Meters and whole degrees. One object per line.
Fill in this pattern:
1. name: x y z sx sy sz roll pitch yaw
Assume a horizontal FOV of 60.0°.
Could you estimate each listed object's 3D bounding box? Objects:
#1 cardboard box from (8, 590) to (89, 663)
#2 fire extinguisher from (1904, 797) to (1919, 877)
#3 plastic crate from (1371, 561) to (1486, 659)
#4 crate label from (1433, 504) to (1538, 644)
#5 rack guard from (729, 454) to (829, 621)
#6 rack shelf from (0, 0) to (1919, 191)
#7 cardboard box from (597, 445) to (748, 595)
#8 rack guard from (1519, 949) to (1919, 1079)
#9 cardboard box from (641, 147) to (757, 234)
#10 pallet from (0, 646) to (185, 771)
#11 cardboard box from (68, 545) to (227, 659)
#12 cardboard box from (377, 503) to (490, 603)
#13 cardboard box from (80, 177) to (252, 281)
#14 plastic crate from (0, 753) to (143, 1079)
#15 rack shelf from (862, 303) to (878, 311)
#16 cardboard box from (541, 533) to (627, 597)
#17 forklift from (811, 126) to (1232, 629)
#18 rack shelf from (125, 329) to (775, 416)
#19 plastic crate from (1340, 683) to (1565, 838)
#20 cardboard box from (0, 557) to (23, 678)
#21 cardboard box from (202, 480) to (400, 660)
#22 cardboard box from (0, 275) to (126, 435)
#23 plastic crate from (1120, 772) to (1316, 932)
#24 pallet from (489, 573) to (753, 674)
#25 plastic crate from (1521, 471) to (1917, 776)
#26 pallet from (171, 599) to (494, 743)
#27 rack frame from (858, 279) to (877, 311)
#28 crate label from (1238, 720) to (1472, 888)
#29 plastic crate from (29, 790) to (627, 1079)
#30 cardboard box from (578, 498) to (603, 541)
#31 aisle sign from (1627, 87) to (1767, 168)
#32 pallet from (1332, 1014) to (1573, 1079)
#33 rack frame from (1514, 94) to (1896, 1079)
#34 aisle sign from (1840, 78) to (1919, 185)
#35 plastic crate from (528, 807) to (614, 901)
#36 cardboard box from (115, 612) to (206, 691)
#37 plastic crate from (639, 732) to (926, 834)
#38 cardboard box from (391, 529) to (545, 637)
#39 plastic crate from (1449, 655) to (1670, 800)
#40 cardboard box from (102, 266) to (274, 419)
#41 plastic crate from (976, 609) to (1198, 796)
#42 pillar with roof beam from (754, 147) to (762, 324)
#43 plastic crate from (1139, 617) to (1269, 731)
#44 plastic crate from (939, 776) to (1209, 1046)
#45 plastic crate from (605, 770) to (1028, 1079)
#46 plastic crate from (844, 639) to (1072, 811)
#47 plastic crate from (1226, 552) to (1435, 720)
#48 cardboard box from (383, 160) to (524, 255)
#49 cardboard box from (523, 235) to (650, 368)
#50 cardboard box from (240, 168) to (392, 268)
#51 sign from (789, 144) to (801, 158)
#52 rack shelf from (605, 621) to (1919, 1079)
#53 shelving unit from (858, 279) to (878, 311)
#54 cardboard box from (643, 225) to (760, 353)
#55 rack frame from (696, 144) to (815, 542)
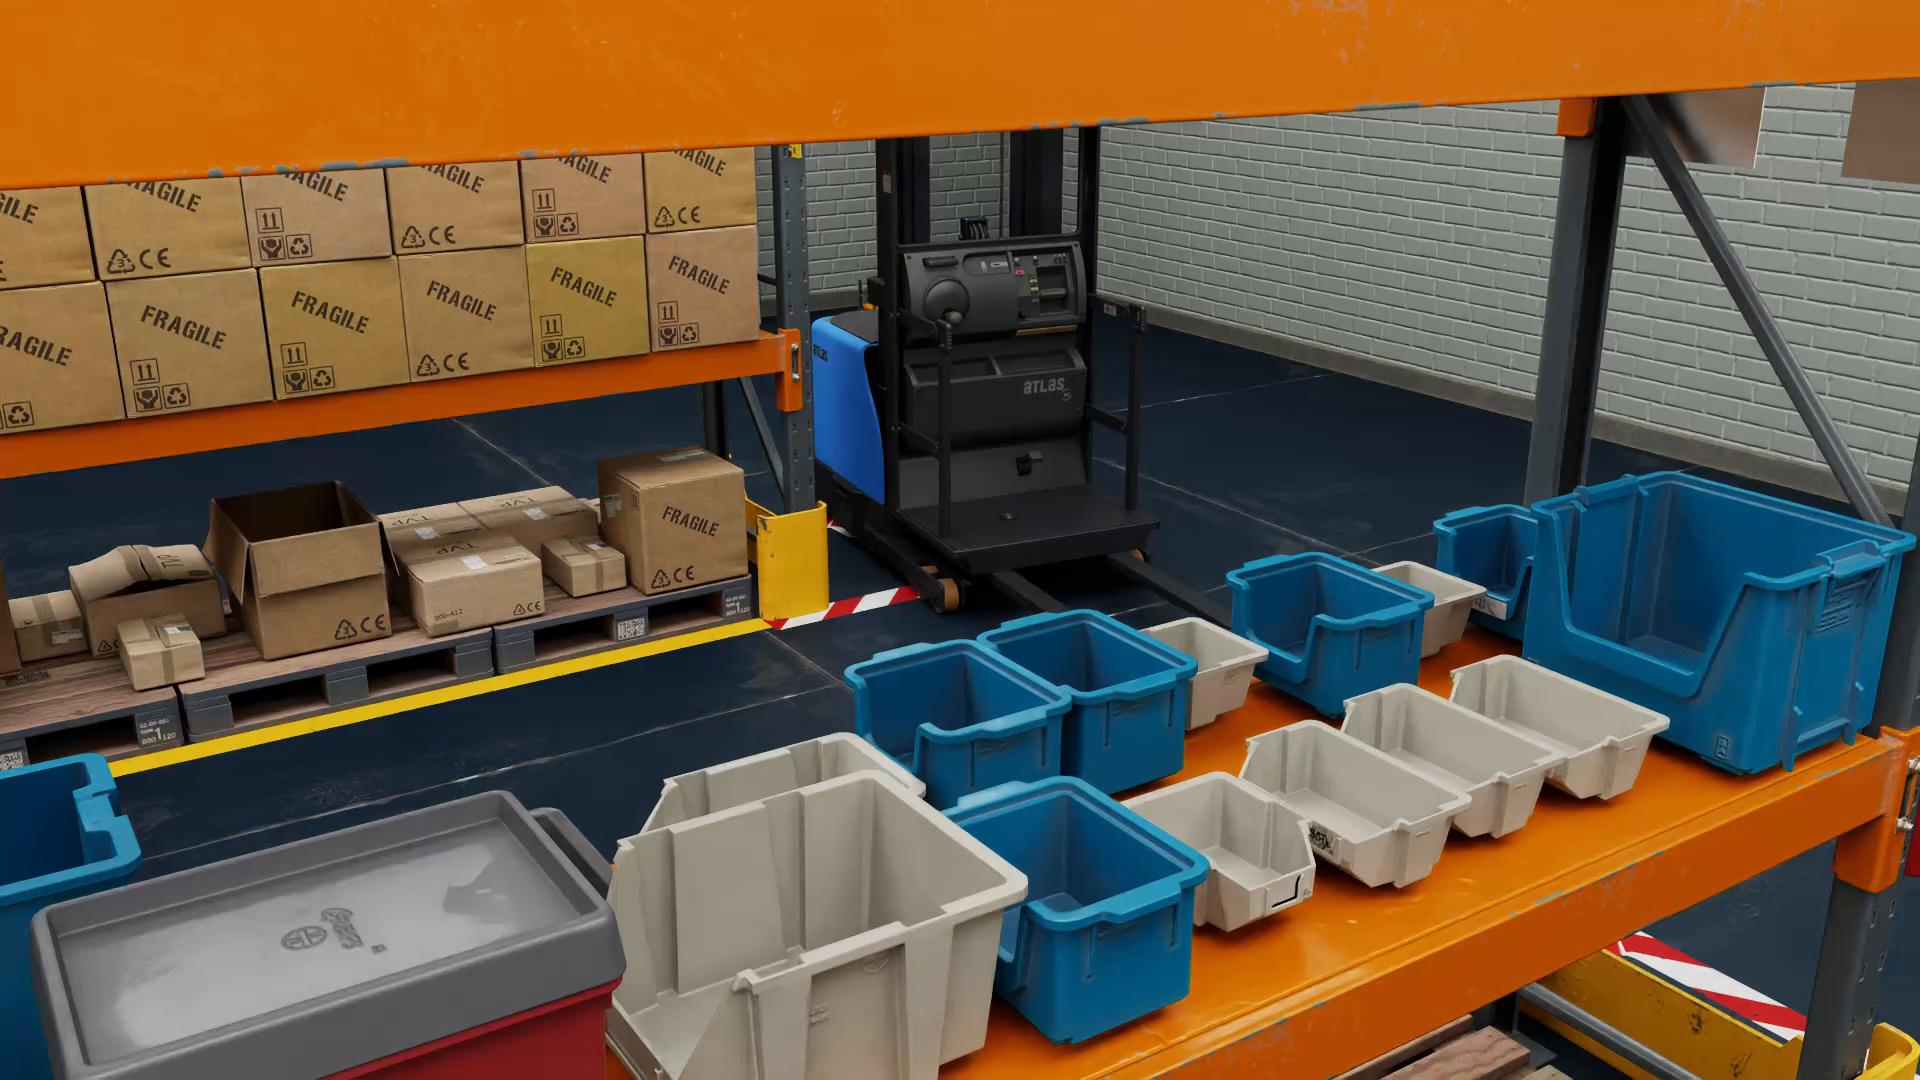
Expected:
1. cardboard box: -3.732 0.348 6.795 0.250 0.149 0.380 -12 22 -31
2. fire extinguisher: 2.106 0.394 3.599 0.183 0.674 0.296 -12 22 -31
3. plastic crate: 1.029 0.172 3.871 0.298 0.136 0.250 -12 22 -31
4. crate label: 1.343 0.092 3.957 0.303 0.233 0.416 -12 22 -31
5. rack guard: -1.054 -0.042 8.089 0.348 0.500 1.175 -12 22 -31
6. rack shelf: 0.060 -0.642 2.400 4.000 0.370 1.077 -12 22 -31
7. cardboard box: -1.310 -0.102 7.580 0.500 0.500 0.500 -12 22 -31
8. rack guard: 1.743 1.262 4.231 0.348 0.500 1.175 -12 22 -31
9. cardboard box: -1.211 -1.609 7.103 0.500 0.500 0.500 -12 22 -32
10. pallet: -3.758 0.665 6.448 1.213 0.211 1.003 -12 22 -31
11. cardboard box: -3.385 0.222 6.917 0.500 0.311 0.500 -12 22 -31
12. cardboard box: -2.436 0.050 7.519 0.500 0.250 0.500 -12 22 -31
13. cardboard box: -2.923 -1.245 6.028 0.500 0.500 0.500 -13 22 -33
14. plastic crate: -1.408 0.596 2.230 0.575 0.384 0.392 -12 22 -31
15. rack shelf: -0.293 -1.262 9.376 0.480 0.148 0.258 -8 20 -24
16. cardboard box: -1.697 0.103 7.494 0.250 0.166 0.380 -12 22 -31
17. forklift: 0.266 -1.205 7.734 1.130 2.935 3.031 -8 20 -24
18. rack shelf: -2.661 -0.639 6.771 3.809 0.124 0.919 -12 22 -31
19. plastic crate: 0.899 0.421 3.133 0.243 0.136 0.396 -12 22 -31
20. cardboard box: -4.012 0.264 6.496 0.500 0.500 0.500 -12 22 -31
21. cardboard box: -2.765 0.107 6.957 0.637 0.503 0.797 -12 22 -31
22. cardboard box: -3.330 -0.691 5.948 0.500 0.500 0.500 -11 22 -30
23. plastic crate: 0.442 0.534 2.799 0.250 0.136 0.298 -12 22 -31
24. pallet: -1.720 0.235 7.720 1.213 0.211 1.003 -12 22 -31
25. plastic crate: 1.553 0.149 3.470 0.499 0.435 0.616 -12 22 -31
26. pallet: -2.738 0.449 7.088 1.213 0.211 1.003 -12 22 -31
27. rack frame: -0.514 -0.856 9.405 0.015 1.200 0.240 -8 20 -24
28. crate label: 0.680 0.477 2.968 0.243 0.136 0.396 -12 22 -31
29. plastic crate: -0.727 0.641 1.971 0.583 0.464 0.402 -12 22 -31
30. cardboard box: -1.738 -0.080 8.035 0.250 0.166 0.380 -12 22 -31
31. aisle sign: 1.627 -1.238 3.664 0.004 0.787 0.394 -12 22 -31
32. pallet: 1.020 1.542 3.855 1.213 0.211 1.003 -12 22 -31
33. rack frame: 1.732 0.087 3.805 0.053 2.616 0.949 -12 22 -31
34. aisle sign: 1.951 -1.080 3.197 0.004 0.787 0.394 -12 22 -31
35. plastic crate: -0.823 0.623 2.554 0.590 0.125 0.437 -12 22 -31
36. cardboard box: -3.145 0.427 6.534 0.250 0.166 0.380 -12 22 -31
37. plastic crate: -0.322 0.500 2.901 0.466 0.136 0.293 -12 22 -31
38. cardboard box: -2.120 0.175 7.149 0.500 0.250 0.500 -12 22 -31
39. plastic crate: 1.149 0.374 3.272 0.243 0.136 0.396 -12 22 -31
40. cardboard box: -2.911 -0.778 6.207 0.500 0.500 0.500 -12 22 -32
41. plastic crate: 0.243 0.324 3.271 0.300 0.233 0.416 -12 22 -31
42. pillar with roof beam: 0.428 -4.962 9.370 0.400 9.000 9.100 -12 22 -31
43. plastic crate: 0.463 0.291 3.517 0.298 0.136 0.250 -12 22 -31
44. plastic crate: 0.156 0.567 2.552 0.300 0.233 0.416 -12 22 -31
45. plastic crate: -0.234 0.598 2.383 0.530 0.282 0.437 -12 22 -31
46. plastic crate: -0.007 0.377 3.114 0.300 0.233 0.416 -12 22 -31
47. plastic crate: 0.793 0.208 3.614 0.300 0.233 0.416 -12 22 -31
48. cardboard box: -2.063 -1.427 6.565 0.500 0.500 0.500 -11 22 -30
49. cardboard box: -1.647 -1.043 6.991 0.500 0.500 0.500 -12 22 -31
50. cardboard box: -2.492 -1.337 6.298 0.500 0.500 0.500 -11 22 -30
51. sign: -0.702 -1.786 7.043 0.005 0.325 0.100 -12 22 -31
52. rack shelf: 0.060 0.779 2.881 4.000 0.370 1.077 -12 22 -31
53. shelving unit: -0.293 -0.889 9.502 0.503 1.200 0.258 -8 20 -24
54. cardboard box: -1.215 -1.136 7.264 0.500 0.500 0.500 -11 22 -30
55. rack frame: -0.991 -1.240 7.729 0.127 3.000 1.000 -12 22 -31
